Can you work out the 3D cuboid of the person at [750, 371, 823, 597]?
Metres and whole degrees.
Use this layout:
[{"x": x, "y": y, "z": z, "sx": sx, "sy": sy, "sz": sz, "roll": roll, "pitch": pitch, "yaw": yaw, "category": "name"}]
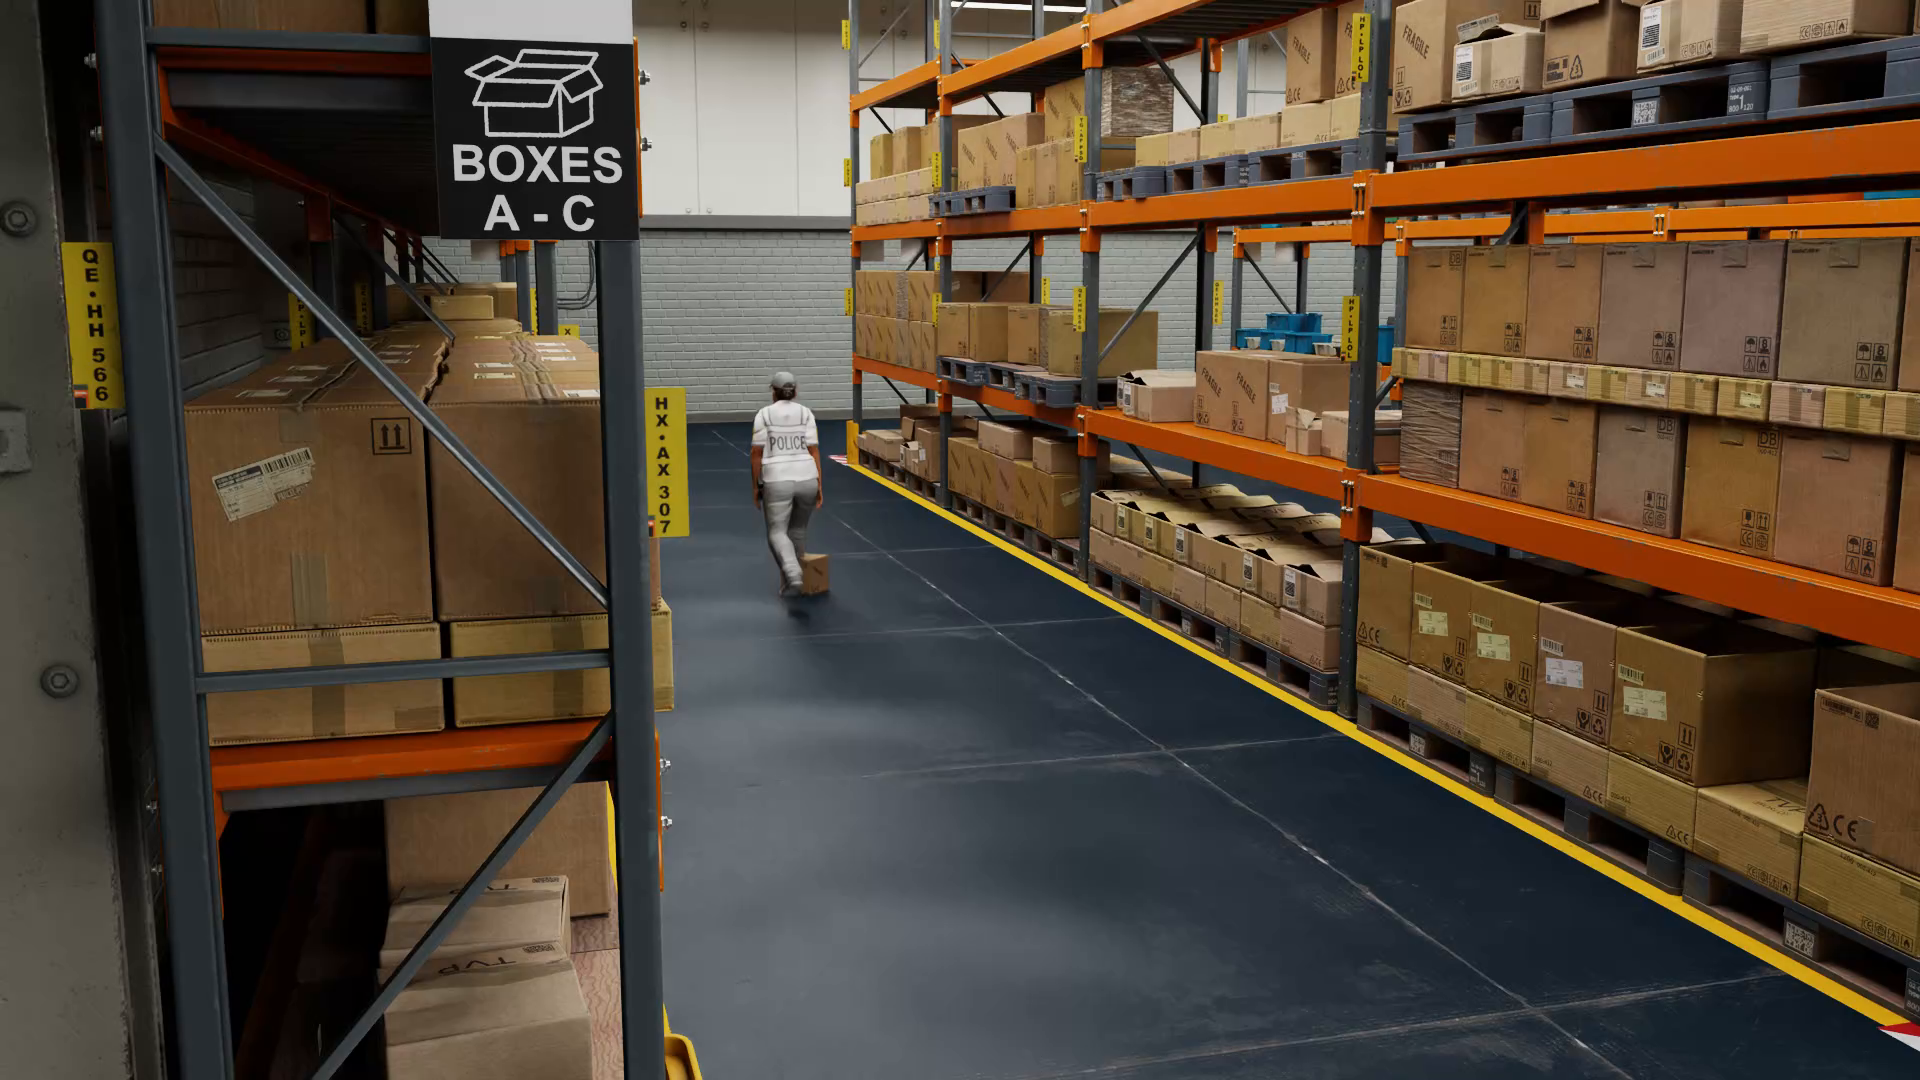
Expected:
[{"x": -1.227, "y": -0.389, "z": 11.819, "sx": 0.490, "sy": 1.594, "sz": 1.024, "roll": -4, "pitch": 10, "yaw": -21, "category": "person"}]
